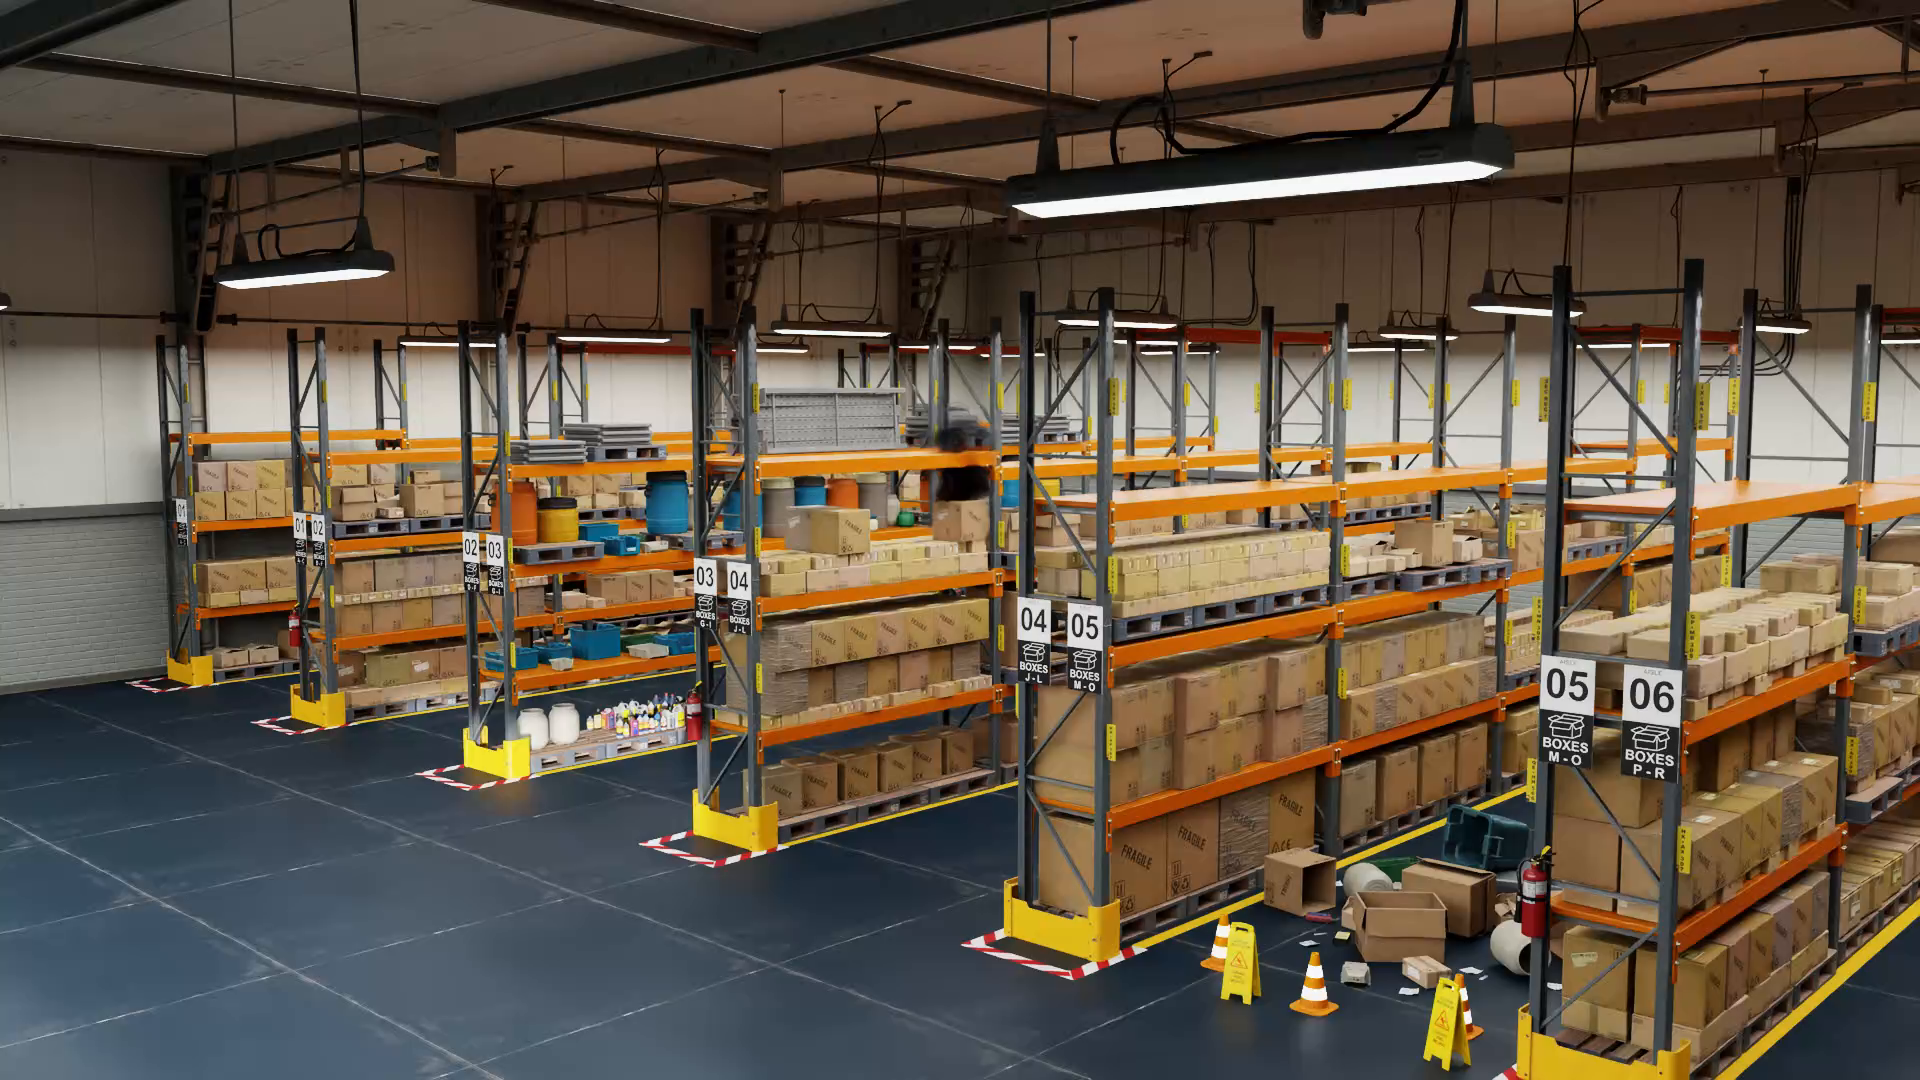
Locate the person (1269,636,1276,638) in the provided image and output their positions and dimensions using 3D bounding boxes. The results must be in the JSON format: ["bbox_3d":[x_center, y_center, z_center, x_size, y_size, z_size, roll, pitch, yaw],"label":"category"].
[{"bbox_3d":[4.401,2.164,23.480,0.498,1.638,0.782,3,6,33],"label":"person"}]
